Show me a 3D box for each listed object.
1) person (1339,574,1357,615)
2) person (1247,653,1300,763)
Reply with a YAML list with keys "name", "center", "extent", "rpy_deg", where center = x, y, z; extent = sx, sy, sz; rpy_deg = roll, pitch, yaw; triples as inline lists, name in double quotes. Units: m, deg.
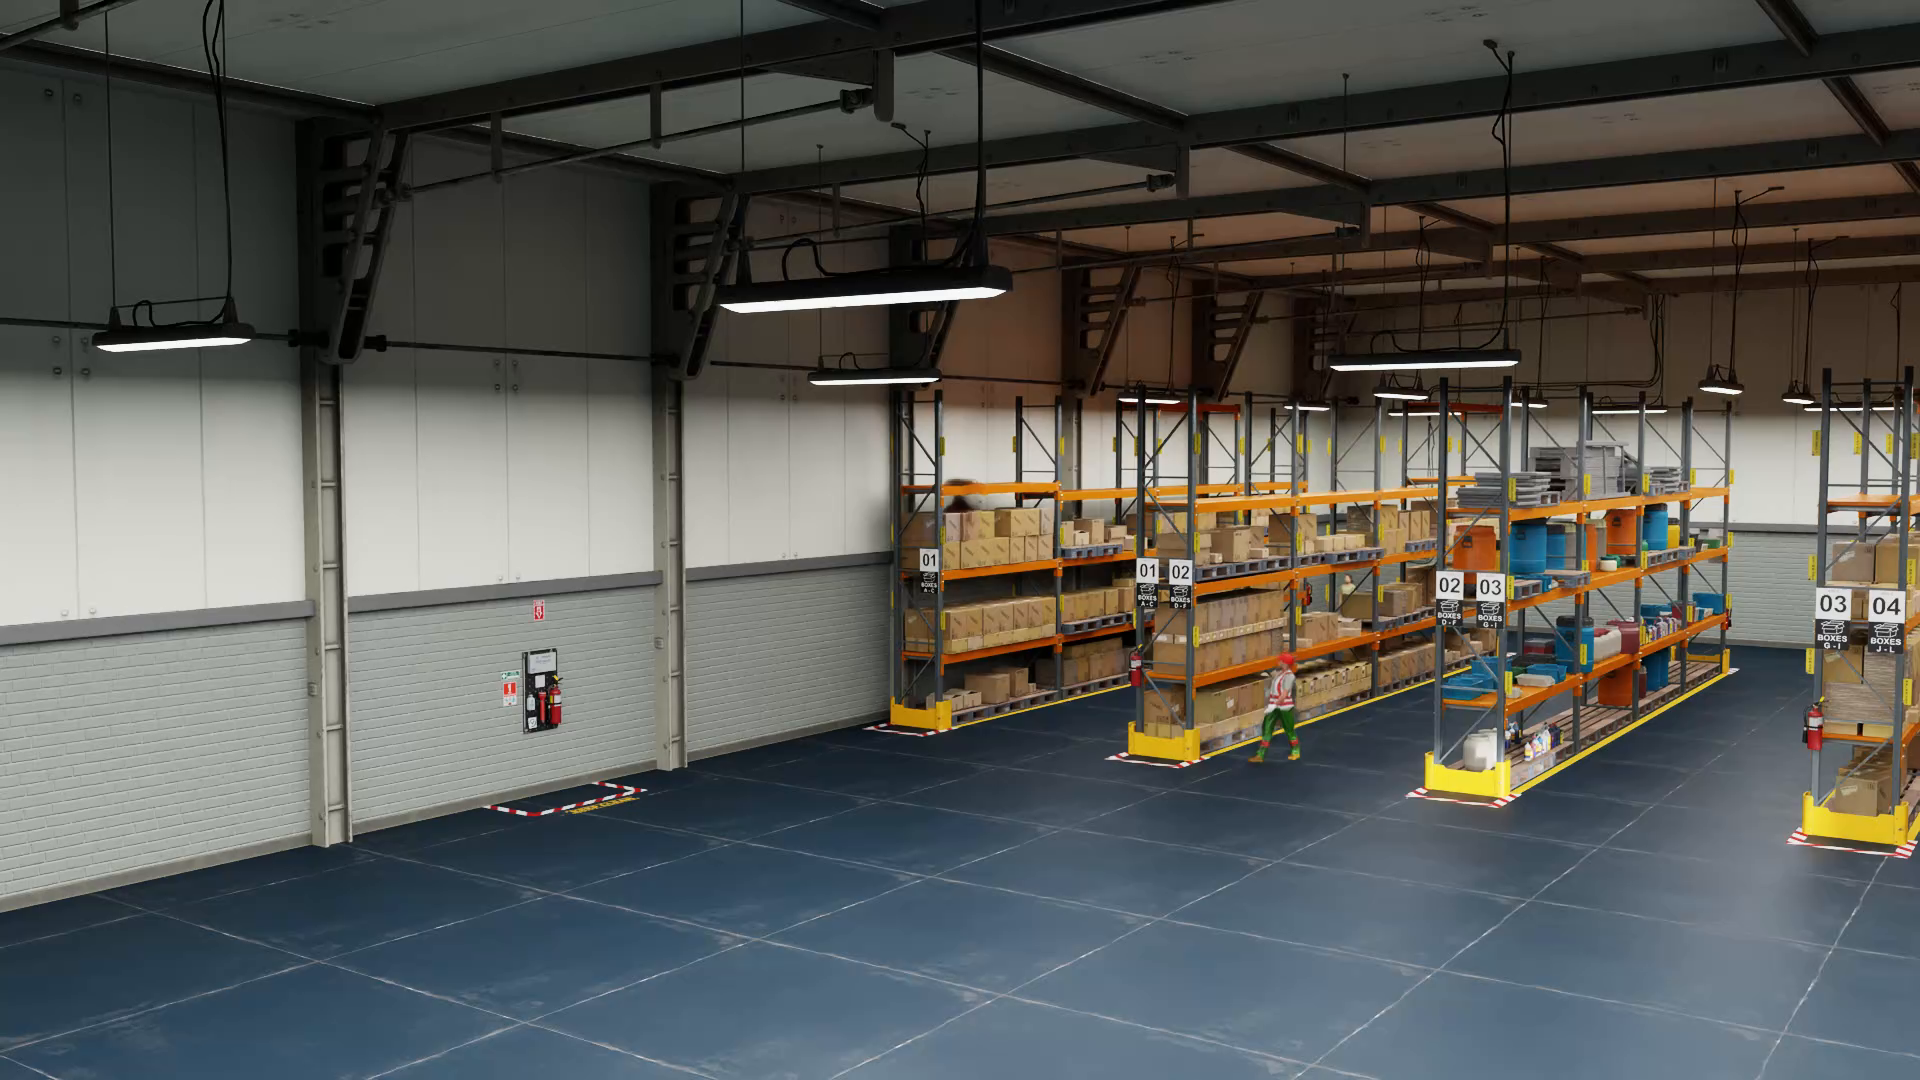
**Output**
- name: "person"
  center: [10.167, 1.683, 43.559]
  extent: [0.467, 1.594, 0.457]
  rpy_deg: [0, 3, 8]
- name: "person"
  center: [4.992, 2.633, 26.079]
  extent: [1.052, 1.719, 0.498]
  rpy_deg: [-3, 4, -41]
